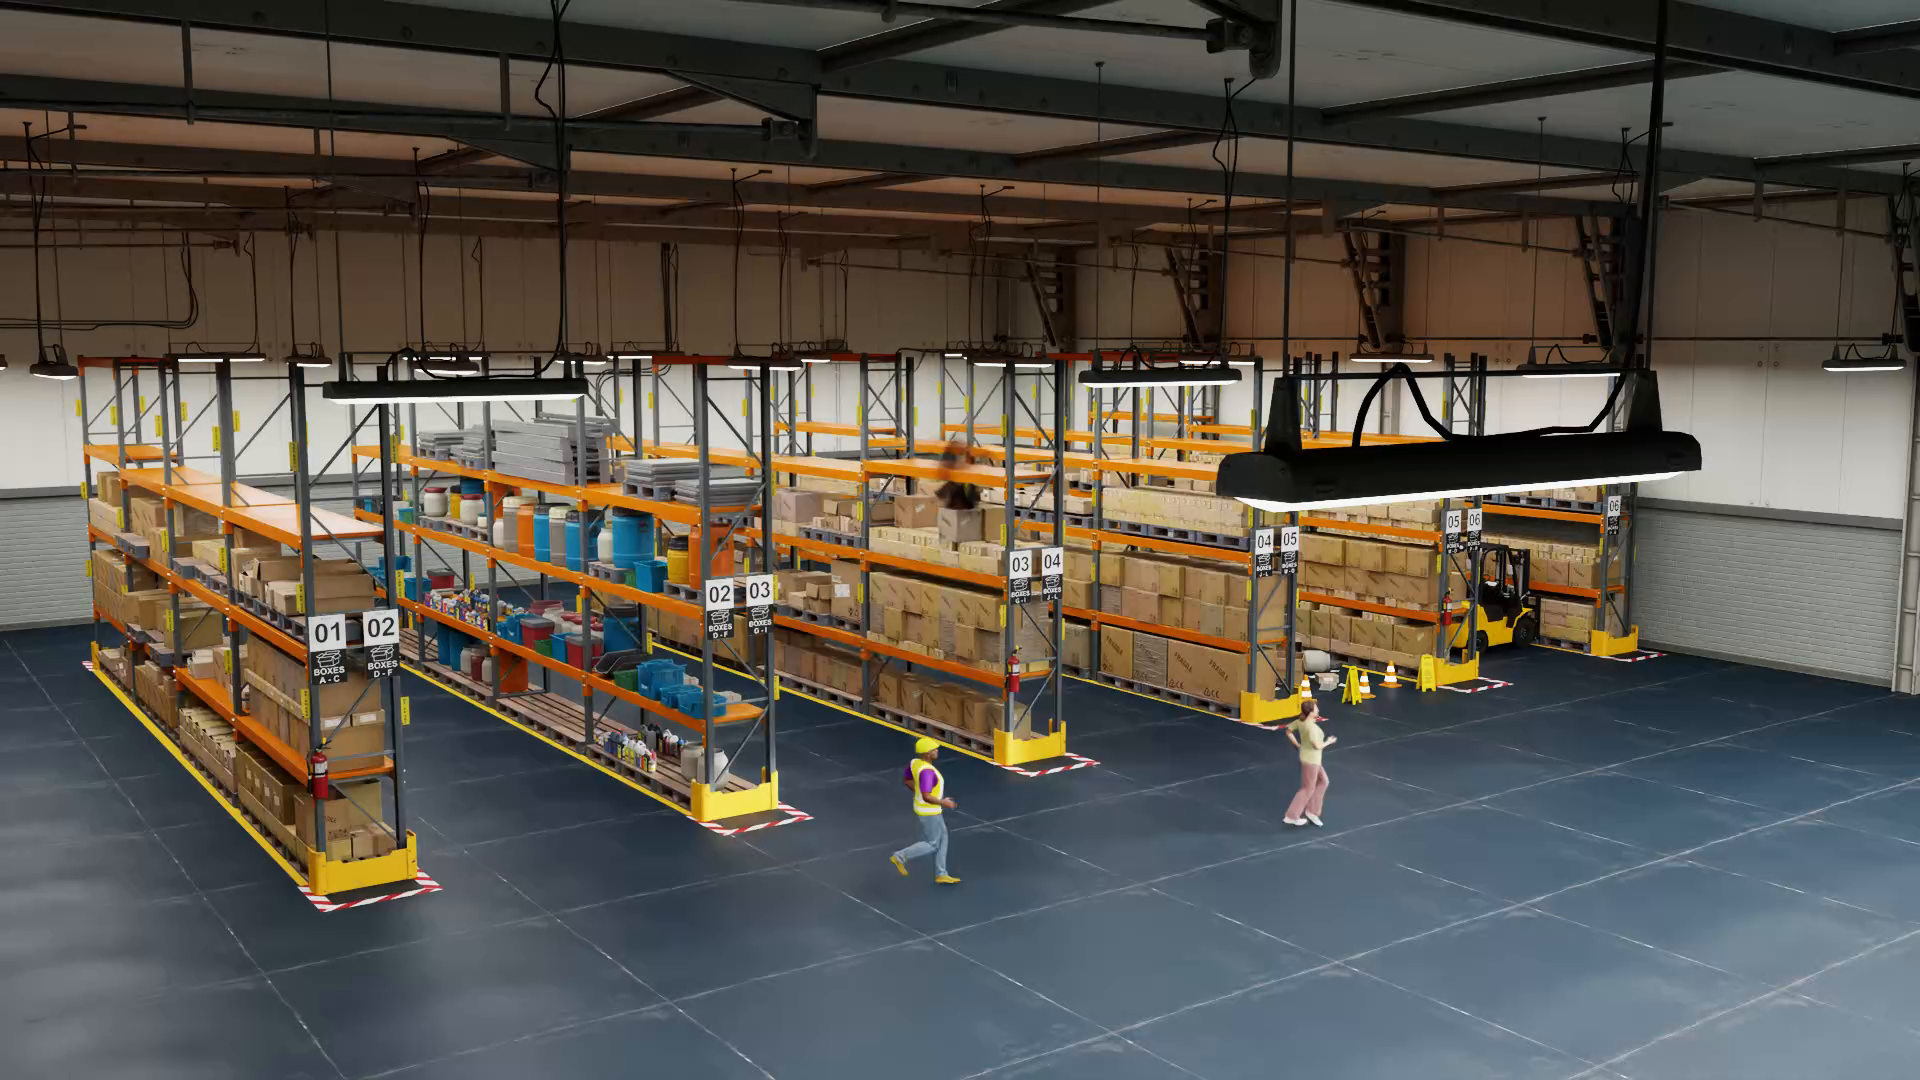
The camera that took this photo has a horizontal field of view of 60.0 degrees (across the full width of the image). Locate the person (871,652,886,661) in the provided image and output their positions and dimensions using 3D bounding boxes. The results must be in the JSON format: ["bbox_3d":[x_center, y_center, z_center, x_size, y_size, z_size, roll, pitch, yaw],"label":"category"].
[{"bbox_3d":[-1.631,1.528,32.197,0.657,1.757,0.952,-5,9,-37],"label":"person"}]

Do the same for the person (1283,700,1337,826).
[{"bbox_3d":[4.519,2.903,21.509,0.670,1.705,0.558,-1,7,-6],"label":"person"}]

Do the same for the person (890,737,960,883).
[{"bbox_3d":[-0.410,3.150,19.255,0.850,1.757,0.699,-1,7,-12],"label":"person"}]
